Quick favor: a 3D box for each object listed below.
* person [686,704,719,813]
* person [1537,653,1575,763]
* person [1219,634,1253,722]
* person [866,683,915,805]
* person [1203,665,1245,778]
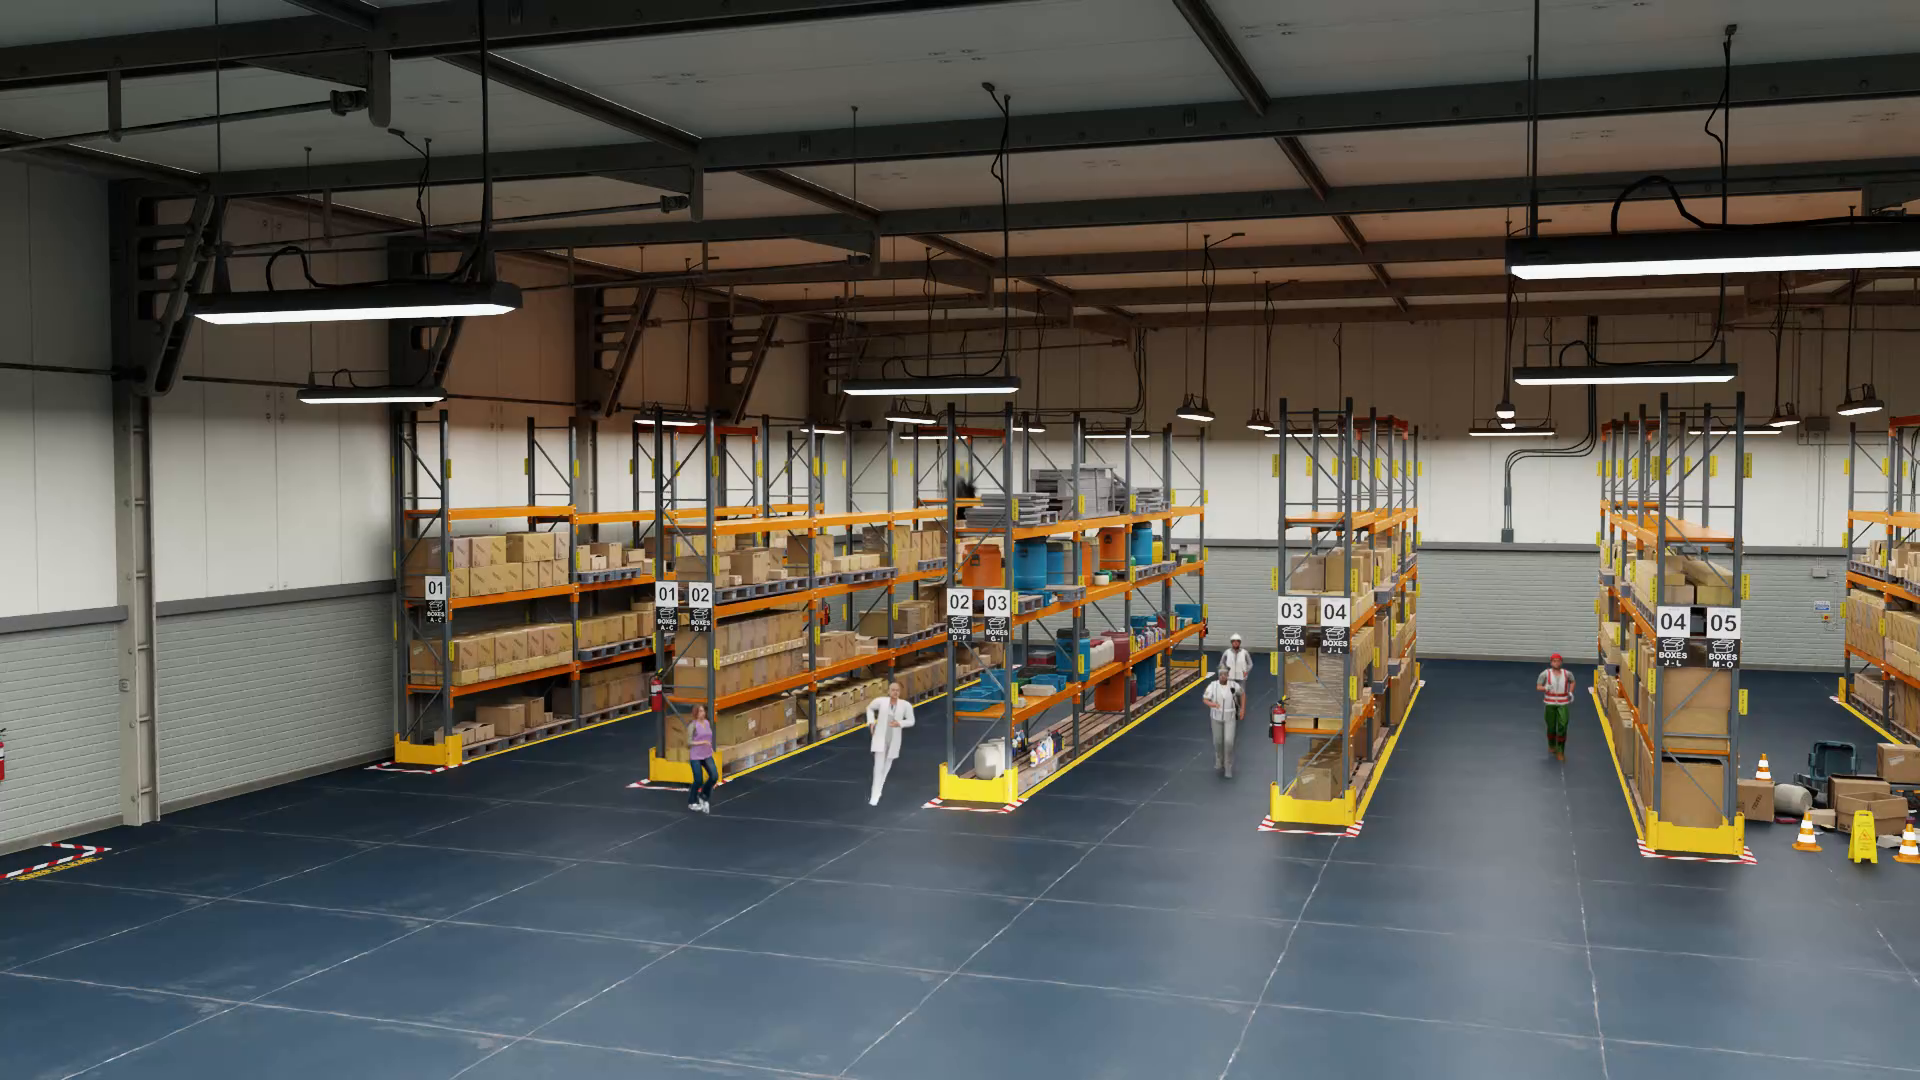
[{"bbox_3d":[-3.724,3.172,24.082,0.516,1.594,0.614,-2,3,-44],"label":"person"},{"bbox_3d":[10.272,2.868,28.664,0.638,1.840,0.774,1,3,17],"label":"person"},{"bbox_3d":[5.453,2.729,32.904,0.657,1.721,0.609,0,2,10],"label":"person"},{"bbox_3d":[-1.060,3.059,25.166,0.708,1.834,0.800,0,2,-10],"label":"person"},{"bbox_3d":[4.325,2.958,27.256,0.678,1.856,0.795,1,3,12],"label":"person"}]
